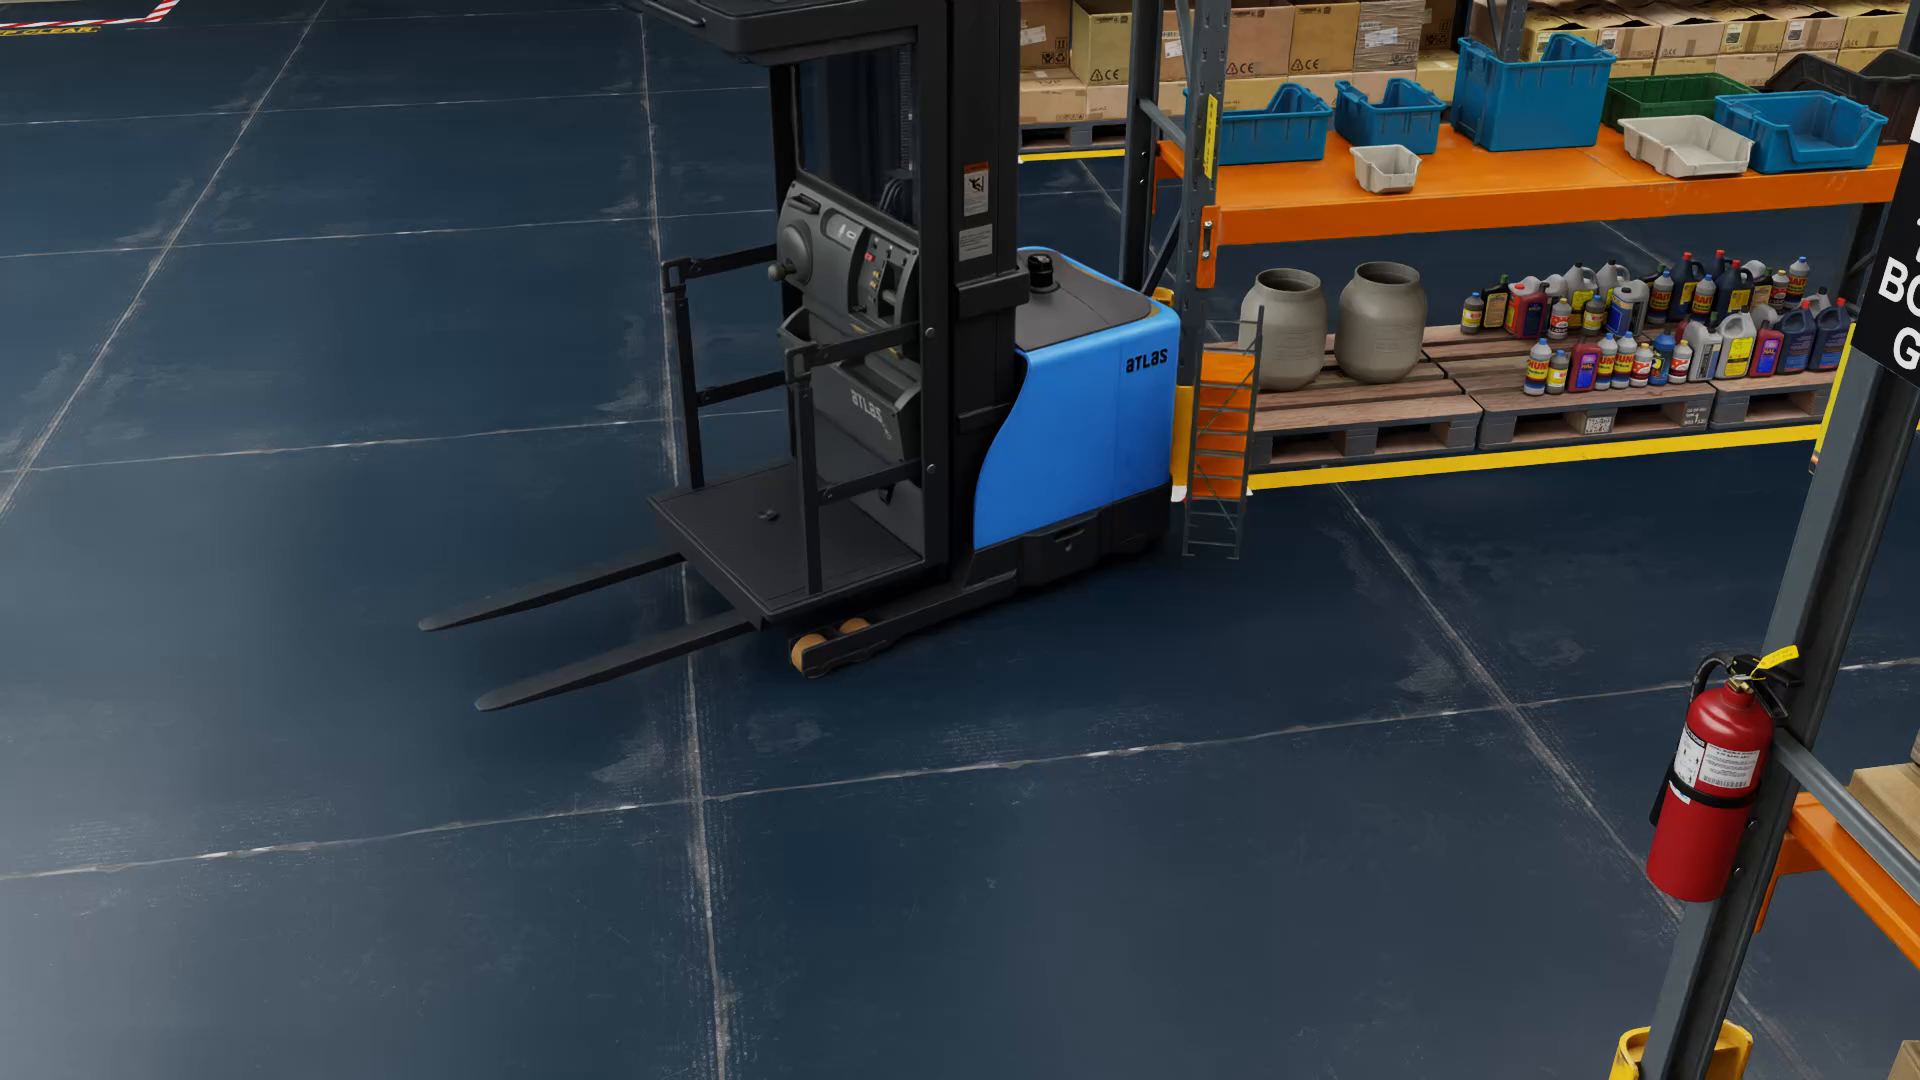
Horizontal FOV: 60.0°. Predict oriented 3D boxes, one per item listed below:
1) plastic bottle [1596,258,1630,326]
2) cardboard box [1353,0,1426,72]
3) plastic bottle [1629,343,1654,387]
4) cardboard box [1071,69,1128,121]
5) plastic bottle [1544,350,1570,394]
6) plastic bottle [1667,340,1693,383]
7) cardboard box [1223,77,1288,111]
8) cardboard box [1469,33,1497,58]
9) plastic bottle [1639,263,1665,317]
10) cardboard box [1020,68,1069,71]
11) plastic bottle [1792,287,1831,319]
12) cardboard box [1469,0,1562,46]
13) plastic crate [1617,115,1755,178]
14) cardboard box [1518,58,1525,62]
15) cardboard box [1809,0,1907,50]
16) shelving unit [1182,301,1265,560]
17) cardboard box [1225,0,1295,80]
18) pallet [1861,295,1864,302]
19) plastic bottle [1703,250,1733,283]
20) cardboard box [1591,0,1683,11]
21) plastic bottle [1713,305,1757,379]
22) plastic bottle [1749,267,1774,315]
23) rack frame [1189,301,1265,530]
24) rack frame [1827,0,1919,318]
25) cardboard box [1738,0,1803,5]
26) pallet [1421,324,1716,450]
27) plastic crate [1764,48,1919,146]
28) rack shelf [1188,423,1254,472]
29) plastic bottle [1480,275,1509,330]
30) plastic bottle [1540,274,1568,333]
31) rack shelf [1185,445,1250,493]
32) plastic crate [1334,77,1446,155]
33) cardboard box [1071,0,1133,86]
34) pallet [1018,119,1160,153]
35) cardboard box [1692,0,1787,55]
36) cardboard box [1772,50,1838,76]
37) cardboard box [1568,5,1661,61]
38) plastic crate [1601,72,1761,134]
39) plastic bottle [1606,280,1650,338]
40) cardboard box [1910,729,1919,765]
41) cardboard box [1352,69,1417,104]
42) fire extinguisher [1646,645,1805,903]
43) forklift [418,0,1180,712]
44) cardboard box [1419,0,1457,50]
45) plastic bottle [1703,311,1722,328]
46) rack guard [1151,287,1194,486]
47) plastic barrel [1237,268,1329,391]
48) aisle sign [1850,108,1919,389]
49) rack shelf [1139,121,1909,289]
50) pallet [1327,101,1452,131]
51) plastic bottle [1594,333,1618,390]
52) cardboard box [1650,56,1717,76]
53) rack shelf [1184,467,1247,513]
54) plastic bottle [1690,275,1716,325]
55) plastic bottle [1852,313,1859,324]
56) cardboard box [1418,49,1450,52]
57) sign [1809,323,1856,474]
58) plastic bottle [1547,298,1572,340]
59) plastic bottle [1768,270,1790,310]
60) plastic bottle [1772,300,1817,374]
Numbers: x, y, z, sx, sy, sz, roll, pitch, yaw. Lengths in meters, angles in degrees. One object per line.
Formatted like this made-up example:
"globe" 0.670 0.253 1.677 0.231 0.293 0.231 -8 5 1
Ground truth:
"plastic bottle" 3.396 -1.304 8.687 0.185 0.351 0.144 -6 31 -9
"cardboard box" 3.069 -3.777 12.272 0.500 0.500 0.500 -5 31 -9
"plastic bottle" 3.306 -0.857 8.074 0.097 0.201 0.097 0 30 0
"cardboard box" 1.104 -3.265 12.141 0.500 0.250 0.500 -5 31 -9
"plastic bottle" 2.875 -0.817 8.006 0.097 0.201 0.097 0 30 0
"plastic bottle" 3.508 -0.875 8.106 0.097 0.201 0.097 0 30 0
"cardboard box" 2.088 -3.353 12.292 0.500 0.250 0.500 -5 31 -9
"cardboard box" 4.335 -3.827 13.097 0.500 0.250 0.500 -6 31 -9
"plastic bottle" 3.644 -1.319 8.780 0.133 0.283 0.061 -4 31 -7
"cardboard box" 0.519 -3.476 12.500 0.500 0.250 0.500 -5 31 -9
"plastic bottle" 4.261 -1.096 8.334 0.185 0.351 0.144 -5 31 -9
"cardboard box" 4.326 -4.066 12.951 0.500 0.311 0.500 -5 31 -9
"plastic crate" 3.316 -1.791 7.596 0.437 0.136 0.530 -5 31 -9
"cardboard box" 4.421 -3.558 12.640 0.500 0.250 0.500 -6 31 -10
"cardboard box" 6.933 -4.030 12.890 0.500 0.311 0.500 -6 31 -10
"shelving unit" 1.063 -0.418 6.766 0.258 1.200 0.189 5 45 8
"cardboard box" 2.088 -3.676 12.101 0.500 0.500 0.500 -5 31 -9
"pallet" 5.634 -1.068 8.858 1.213 0.211 1.003 -5 31 -9
"plastic bottle" 3.999 -1.360 8.782 0.185 0.351 0.144 -4 31 -8
"cardboard box" 5.328 -4.161 13.112 0.500 0.311 0.500 -5 31 -9
"plastic bottle" 3.780 -0.977 8.132 0.185 0.351 0.144 -5 31 -9
"plastic bottle" 4.182 -1.291 8.732 0.133 0.283 0.061 -5 31 -9
"rack frame" 1.077 -0.482 6.830 0.240 1.200 0.006 5 45 8
"rack frame" 4.868 -2.179 7.996 0.127 3.000 1.000 -5 31 -9
"cardboard box" 6.329 -4.252 13.268 0.500 0.311 0.500 -6 31 -10
"pallet" 2.997 -0.823 8.441 1.213 0.211 1.003 -5 31 -9
"plastic crate" 4.330 -2.168 8.038 0.504 0.338 0.767 -5 31 -9
"rack shelf" 1.064 -0.387 6.797 0.258 0.103 0.180 5 45 8
"plastic bottle" 2.773 -1.238 8.642 0.133 0.283 0.061 -5 31 -8
"plastic bottle" 3.050 -1.237 8.648 0.135 0.276 0.152 -6 31 -10
"rack shelf" 1.069 -0.301 6.881 0.258 0.103 0.180 5 45 8
"plastic crate" 2.012 -2.001 7.840 0.408 0.251 0.499 -5 31 -9
"cardboard box" 1.104 -3.587 11.950 0.500 0.500 0.500 -5 31 -9
"pallet" 0.790 -3.172 12.437 1.213 0.211 1.003 -5 31 -9
"cardboard box" 5.943 -3.941 12.738 0.500 0.311 0.500 -4 31 -8
"cardboard box" 6.439 -3.747 12.961 0.500 0.250 0.500 -5 31 -8
"cardboard box" 4.924 -3.843 12.571 0.500 0.311 0.500 -6 31 -10
"plastic crate" 3.482 -2.104 8.078 0.662 0.188 0.450 -5 31 -9
"plastic bottle" 3.447 -1.200 8.584 0.135 0.276 0.152 -5 31 -9
"cardboard box" 2.372 0.448 3.137 0.500 0.500 0.875 -5 31 -9
"cardboard box" 3.069 -3.452 12.460 0.500 0.250 0.500 -5 31 -9
"fire extinguisher" 1.630 0.470 3.568 0.183 0.674 0.296 -5 31 -9
"forklift" -0.602 -1.042 6.131 3.031 2.935 1.130 -19 35 -29
"cardboard box" 3.467 -4.081 12.790 0.500 0.500 0.500 -5 31 -9
"plastic bottle" 3.736 -0.997 8.232 0.133 0.283 0.061 -5 31 -9
"rack guard" 1.000 -0.766 8.060 0.348 0.500 1.175 -5 31 -9
"plastic barrel" 1.567 -1.020 8.066 0.421 0.512 0.421 0 30 0
"aisle sign" 1.711 -0.609 2.761 0.004 0.787 0.394 -5 31 -9
"rack shelf" 2.901 -1.686 7.868 4.000 0.370 1.077 -5 31 -9
"pallet" 3.190 -3.395 12.815 1.213 0.211 1.003 -5 31 -9
"plastic bottle" 3.110 -0.869 8.025 0.097 0.271 0.097 0 30 0
"cardboard box" 5.433 -3.652 12.801 0.500 0.250 0.500 -6 31 -10
"rack shelf" 1.074 -0.215 6.964 0.258 0.103 0.180 5 45 8
"plastic bottle" 3.878 -1.252 8.678 0.097 0.271 0.097 0 30 0
"plastic bottle" 4.454 -0.989 8.219 0.133 0.283 0.061 -4 31 -6
"cardboard box" 3.469 -3.753 12.972 0.500 0.250 0.500 -5 31 -9
"sign" 1.745 -0.258 3.275 0.005 0.325 0.100 -5 31 -9
"plastic bottle" 3.091 -1.145 8.564 0.097 0.201 0.097 0 30 0
"plastic bottle" 4.376 -1.342 8.900 0.097 0.201 0.097 0 30 0
"plastic bottle" 4.098 -1.006 8.182 0.185 0.351 0.144 -7 31 -11
